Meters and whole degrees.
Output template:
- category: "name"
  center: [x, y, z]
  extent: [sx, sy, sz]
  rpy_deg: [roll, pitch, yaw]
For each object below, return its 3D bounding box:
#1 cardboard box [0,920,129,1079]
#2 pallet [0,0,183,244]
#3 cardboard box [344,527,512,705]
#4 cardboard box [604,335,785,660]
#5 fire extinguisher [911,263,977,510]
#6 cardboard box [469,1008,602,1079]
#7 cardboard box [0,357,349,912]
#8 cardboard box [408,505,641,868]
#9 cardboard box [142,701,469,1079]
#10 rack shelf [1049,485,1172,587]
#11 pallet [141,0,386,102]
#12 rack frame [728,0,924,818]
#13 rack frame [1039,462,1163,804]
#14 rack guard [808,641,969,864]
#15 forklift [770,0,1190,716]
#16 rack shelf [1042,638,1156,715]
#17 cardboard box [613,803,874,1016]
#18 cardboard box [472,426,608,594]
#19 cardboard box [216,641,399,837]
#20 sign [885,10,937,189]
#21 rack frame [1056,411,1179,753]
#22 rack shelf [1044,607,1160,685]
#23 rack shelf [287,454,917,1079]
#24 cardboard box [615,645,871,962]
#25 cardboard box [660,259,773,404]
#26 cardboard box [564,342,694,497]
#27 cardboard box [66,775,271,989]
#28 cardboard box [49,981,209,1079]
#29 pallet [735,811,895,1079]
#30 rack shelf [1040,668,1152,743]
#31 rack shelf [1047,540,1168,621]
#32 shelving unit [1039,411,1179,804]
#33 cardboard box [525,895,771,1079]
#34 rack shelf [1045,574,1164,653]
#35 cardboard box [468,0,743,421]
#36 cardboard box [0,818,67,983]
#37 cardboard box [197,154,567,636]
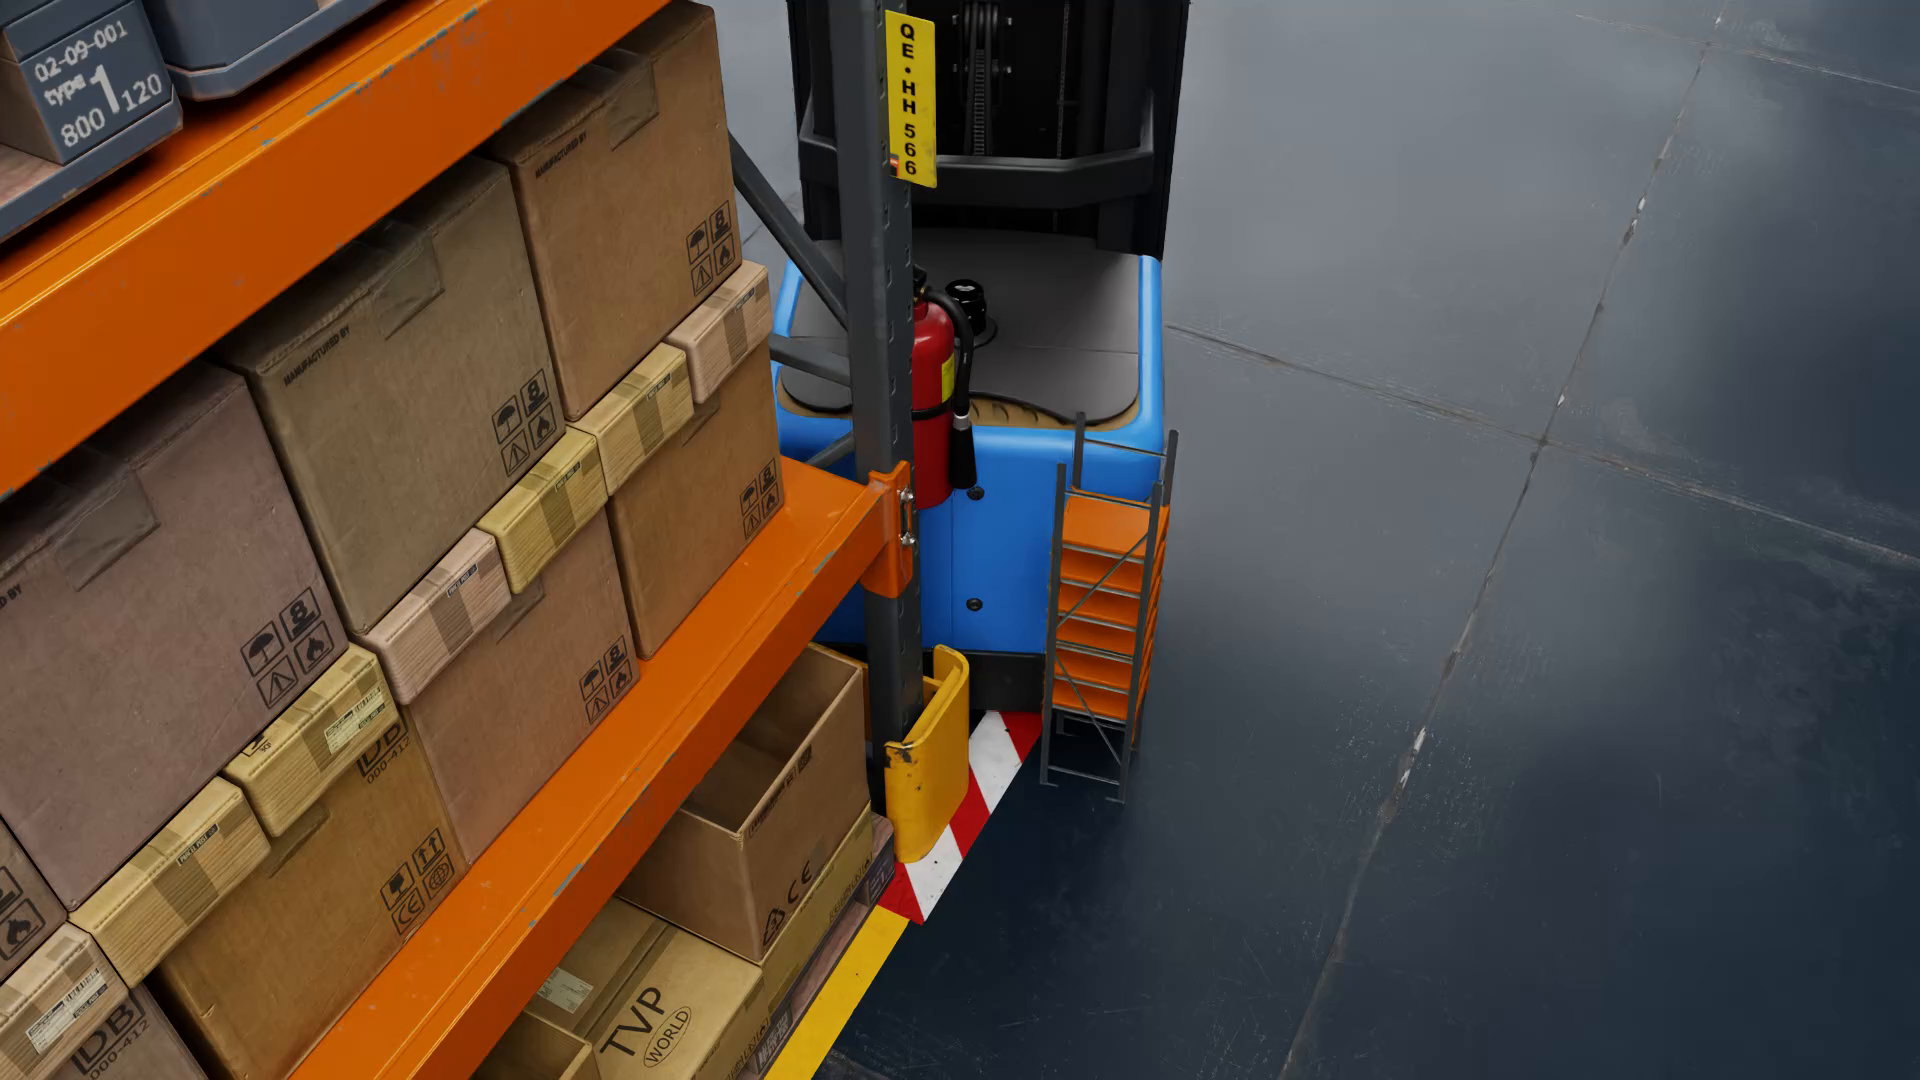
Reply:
- category: "cardboard box"
  center: [-1.289, 0.551, 2.070]
  extent: [0.380, 0.149, 0.250]
  rpy_deg: [20, 49, 19]
- category: "pallet"
  center: [-1.478, -0.282, 1.373]
  extent: [1.003, 0.211, 1.213]
  rpy_deg: [20, 49, 19]
- category: "cardboard box"
  center: [-0.928, 0.058, 2.558]
  extent: [0.380, 0.149, 0.250]
  rpy_deg: [21, 49, 20]
- category: "cardboard box"
  center: [-0.790, -0.212, 3.281]
  extent: [0.700, 0.500, 0.500]
  rpy_deg: [20, 49, 19]
- category: "fire extinguisher"
  center: [-0.096, -0.361, 3.552]
  extent: [0.296, 0.674, 0.183]
  rpy_deg: [20, 49, 19]
- category: "cardboard box"
  center: [-0.998, 1.159, 3.106]
  extent: [0.500, 0.500, 0.500]
  rpy_deg: [20, 49, 19]
- category: "cardboard box"
  center: [-1.287, 0.016, 2.143]
  extent: [0.700, 0.500, 0.500]
  rpy_deg: [21, 49, 19]
- category: "cardboard box"
  center: [-1.029, 0.120, 2.952]
  extent: [0.700, 0.500, 0.500]
  rpy_deg: [22, 49, 20]
- category: "cardboard box"
  center: [-1.265, 0.431, 2.645]
  extent: [0.700, 0.500, 0.500]
  rpy_deg: [21, 49, 19]
- category: "rack shelf"
  center: [0.360, -0.011, 3.974]
  extent: [0.258, 0.103, 0.180]
  rpy_deg: [12, 47, 12]
- category: "pallet"
  center: [-0.913, -1.054, 2.135]
  extent: [1.003, 0.211, 1.213]
  rpy_deg: [20, 49, 19]
- category: "rack frame"
  center: [-0.562, -0.467, 3.603]
  extent: [1.000, 3.000, 0.127]
  rpy_deg: [20, 49, 19]
- category: "rack frame"
  center: [0.334, 0.273, 4.137]
  extent: [0.240, 1.200, 0.006]
  rpy_deg: [12, 47, 12]
- category: "rack guard"
  center: [-0.551, 0.396, 4.507]
  extent: [1.175, 0.500, 0.348]
  rpy_deg: [20, 49, 19]
- category: "forklift"
  center: [0.094, -1.581, 4.751]
  extent: [1.130, 2.935, 3.031]
  rpy_deg: [3, 45, 3]
- category: "rack shelf"
  center: [0.360, 0.326, 4.315]
  extent: [0.258, 0.103, 0.180]
  rpy_deg: [12, 47, 12]
- category: "cardboard box"
  center: [-0.549, 0.787, 4.001]
  extent: [0.500, 0.250, 0.500]
  rpy_deg: [20, 49, 19]
- category: "cardboard box"
  center: [-0.809, -0.100, 2.714]
  extent: [0.380, 0.149, 0.250]
  rpy_deg: [20, 49, 18]
- category: "cardboard box"
  center: [-1.050, 0.223, 2.394]
  extent: [0.380, 0.149, 0.250]
  rpy_deg: [22, 49, 20]
- category: "sign"
  center: [-0.088, -0.769, 2.921]
  extent: [0.100, 0.325, 0.005]
  rpy_deg: [20, 49, 19]
- category: "rack frame"
  center: [0.386, 0.148, 4.260]
  extent: [0.240, 1.200, 0.006]
  rpy_deg: [12, 47, 12]
- category: "rack shelf"
  center: [0.360, 0.242, 4.230]
  extent: [0.258, 0.103, 0.180]
  rpy_deg: [12, 47, 12]
- category: "rack shelf"
  center: [-1.490, 1.046, 2.613]
  extent: [1.077, 0.370, 4.000]
  rpy_deg: [20, 49, 19]
- category: "cardboard box"
  center: [-0.547, 0.524, 3.734]
  extent: [0.500, 0.500, 0.500]
  rpy_deg: [20, 49, 19]
- category: "cardboard box"
  center: [-0.571, -0.427, 3.036]
  extent: [0.380, 0.149, 0.250]
  rpy_deg: [20, 49, 18]
- category: "cardboard box"
  center: [-0.691, -0.261, 2.873]
  extent: [0.380, 0.149, 0.250]
  rpy_deg: [22, 49, 20]
- category: "cardboard box"
  center: [-1.170, 0.390, 2.230]
  extent: [0.380, 0.149, 0.250]
  rpy_deg: [22, 49, 20]
- category: "cardboard box"
  center: [-1.506, 0.764, 2.316]
  extent: [0.700, 0.500, 0.500]
  rpy_deg: [22, 49, 20]
- category: "pallet"
  center: [-0.880, 1.009, 4.105]
  extent: [1.003, 0.211, 1.213]
  rpy_deg: [20, 49, 19]
- category: "rack shelf"
  center: [0.360, 0.411, 4.401]
  extent: [0.258, 0.103, 0.180]
  rpy_deg: [12, 47, 12]
- category: "rack shelf"
  center: [0.360, 0.073, 4.059]
  extent: [0.258, 0.103, 0.180]
  rpy_deg: [12, 47, 12]
- category: "shelving unit"
  center: [0.360, 0.211, 4.198]
  extent: [0.258, 1.200, 0.189]
  rpy_deg: [12, 47, 12]
- category: "cardboard box"
  center: [-0.771, 1.106, 3.686]
  extent: [0.500, 0.250, 0.500]
  rpy_deg: [20, 49, 19]
- category: "rack shelf"
  center: [0.360, 0.157, 4.145]
  extent: [0.258, 0.103, 0.180]
  rpy_deg: [12, 47, 12]
- category: "cardboard box"
  center: [-0.815, -0.635, 2.786]
  extent: [0.700, 0.500, 0.500]
  rpy_deg: [21, 49, 19]
- category: "cardboard box"
  center: [-1.520, 0.331, 1.831]
  extent: [0.700, 0.500, 0.500]
  rpy_deg: [20, 49, 19]
- category: "cardboard box"
  center: [-1.054, -0.302, 2.457]
  extent: [0.700, 0.500, 0.500]
  rpy_deg: [19, 48, 18]
